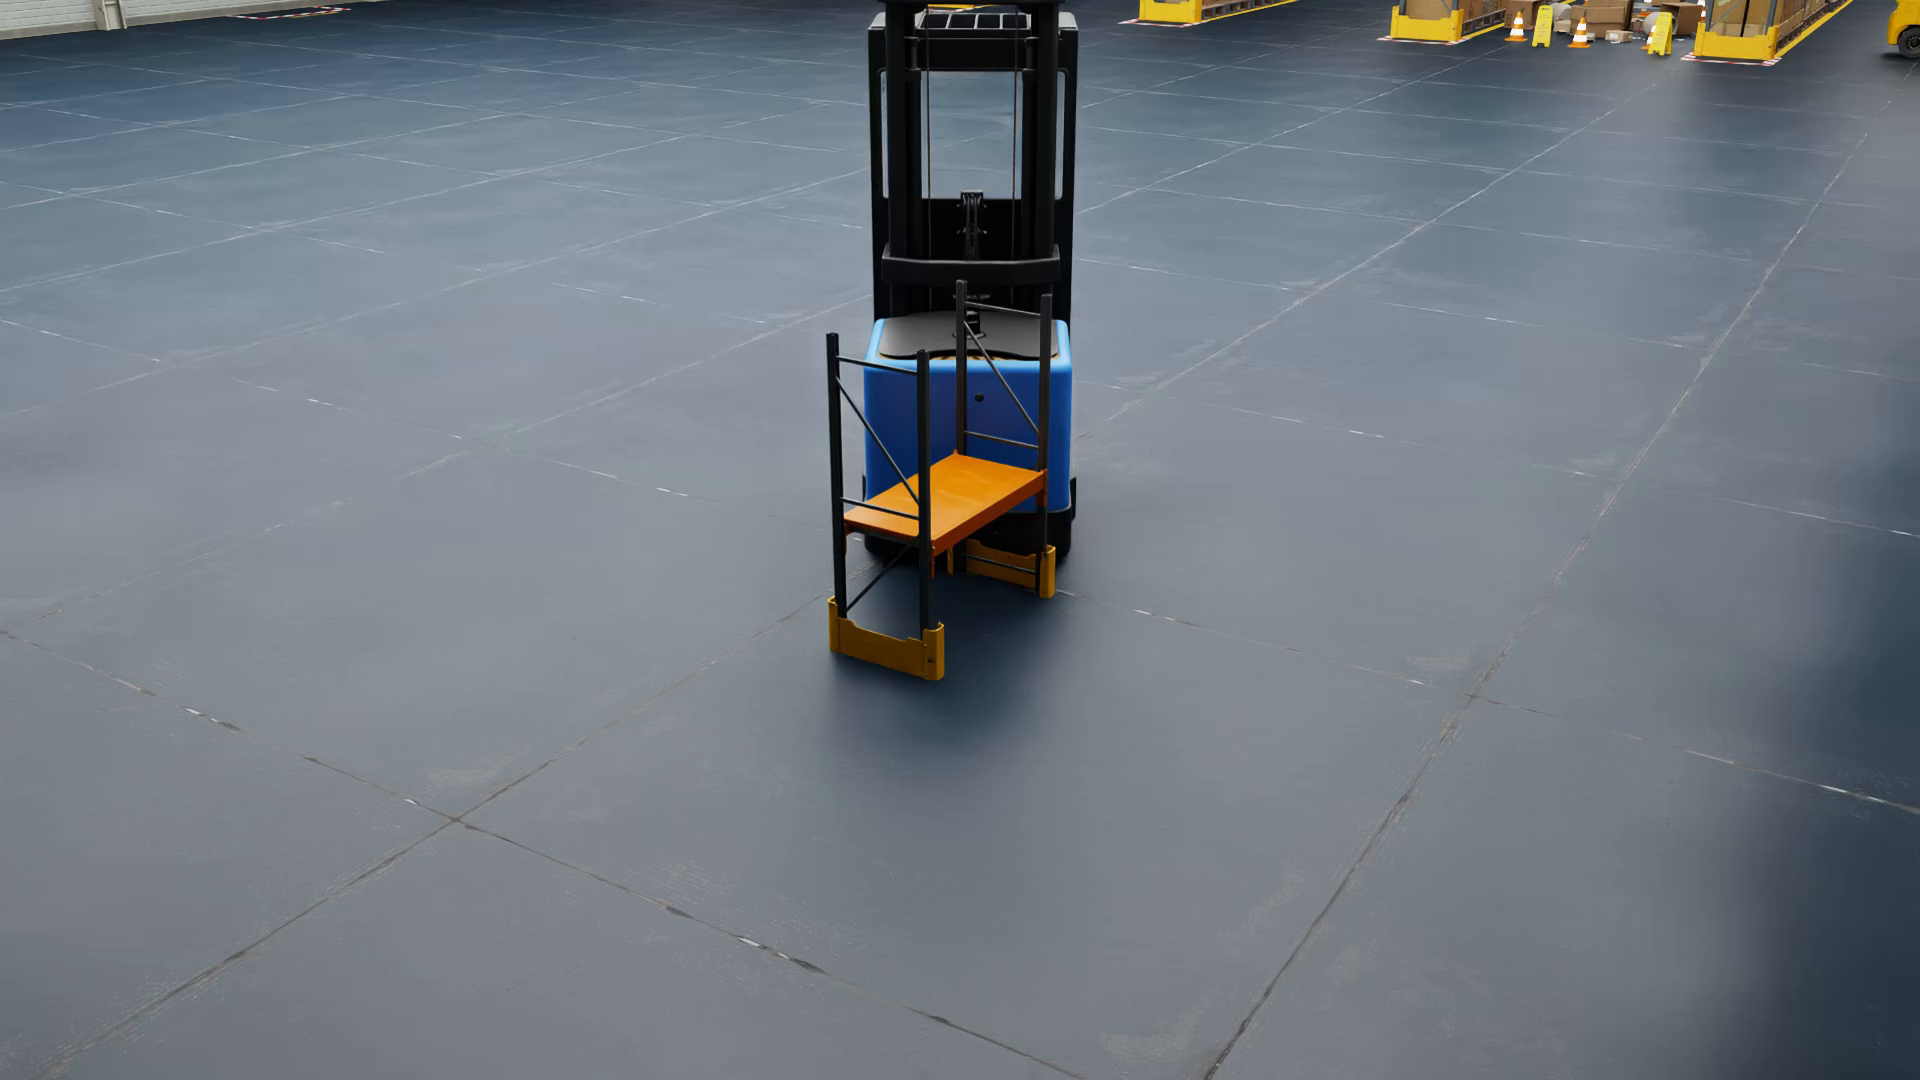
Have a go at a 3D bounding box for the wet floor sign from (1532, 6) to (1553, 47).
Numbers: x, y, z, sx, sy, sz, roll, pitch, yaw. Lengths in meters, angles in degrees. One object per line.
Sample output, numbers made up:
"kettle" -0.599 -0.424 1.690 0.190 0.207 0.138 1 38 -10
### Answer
"wet floor sign" 9.756 -8.596 27.794 0.267 0.644 0.232 9 25 20

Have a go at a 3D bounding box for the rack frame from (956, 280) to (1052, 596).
"rack frame" 0.199 -0.472 7.952 0.500 1.500 0.032 14 27 29

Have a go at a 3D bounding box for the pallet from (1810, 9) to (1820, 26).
"pallet" 15.510 -9.845 31.225 1.003 0.211 1.213 14 27 29

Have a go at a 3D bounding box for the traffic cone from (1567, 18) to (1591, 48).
"traffic cone" 10.356 -8.467 27.726 0.336 0.463 0.334 14 27 29

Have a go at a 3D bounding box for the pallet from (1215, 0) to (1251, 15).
"pallet" 5.072 -10.597 32.964 1.003 0.211 1.213 14 27 29

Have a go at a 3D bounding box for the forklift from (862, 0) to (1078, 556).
"forklift" 0.074 -1.803 9.226 1.130 2.935 3.031 1 23 1

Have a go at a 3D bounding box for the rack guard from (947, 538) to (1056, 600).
"rack guard" 0.199 0.102 8.199 0.587 0.250 0.087 14 27 29

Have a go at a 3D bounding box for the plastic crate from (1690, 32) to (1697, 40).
"plastic crate" 12.933 -8.750 28.861 0.402 0.080 0.583 5 24 11

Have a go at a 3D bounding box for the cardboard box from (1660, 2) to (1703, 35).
"cardboard box" 12.736 -9.225 29.428 0.500 0.500 0.500 -7 24 -17

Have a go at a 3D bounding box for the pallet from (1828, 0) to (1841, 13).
"pallet" 17.048 -10.768 33.359 1.003 0.211 1.213 14 27 29

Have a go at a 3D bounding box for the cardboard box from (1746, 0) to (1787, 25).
"cardboard box" 13.020 -8.595 26.818 0.500 0.500 0.500 13 27 27

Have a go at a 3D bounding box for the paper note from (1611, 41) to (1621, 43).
"paper note" 11.155 -8.471 28.280 0.148 0.019 0.142 5 24 11

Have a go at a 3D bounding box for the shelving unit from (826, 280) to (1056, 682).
"shelving unit" -0.067 -0.304 7.565 0.587 1.500 1.083 14 27 29

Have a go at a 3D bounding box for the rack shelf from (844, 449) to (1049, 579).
"rack shelf" -0.072 -0.136 7.629 0.538 0.185 1.000 14 27 29

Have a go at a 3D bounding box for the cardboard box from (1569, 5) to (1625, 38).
"cardboard box" 11.123 -9.076 29.081 0.797 0.503 0.637 -3 24 -7

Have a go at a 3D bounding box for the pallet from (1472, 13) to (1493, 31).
"pallet" 9.089 -9.518 30.470 1.003 0.211 1.213 14 27 29

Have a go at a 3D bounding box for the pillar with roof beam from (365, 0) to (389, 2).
"pillar with roof beam" -8.569 -14.532 30.991 9.100 9.000 0.400 14 27 29

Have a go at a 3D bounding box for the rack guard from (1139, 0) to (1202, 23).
"rack guard" 3.969 -10.053 31.343 1.175 0.500 0.348 14 27 29

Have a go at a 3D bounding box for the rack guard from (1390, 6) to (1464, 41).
"rack guard" 8.076 -8.946 28.785 1.175 0.500 0.348 14 27 29

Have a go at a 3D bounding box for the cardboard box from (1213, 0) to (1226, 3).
"cardboard box" 4.905 -10.844 32.640 0.500 0.500 0.500 17 29 34

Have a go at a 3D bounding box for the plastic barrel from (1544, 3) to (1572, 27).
"plastic barrel" 10.904 -9.564 30.311 0.421 0.421 0.512 -7 24 -17

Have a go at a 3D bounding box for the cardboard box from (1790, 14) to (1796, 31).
"cardboard box" 13.830 -8.770 28.166 0.500 0.250 0.500 14 27 30

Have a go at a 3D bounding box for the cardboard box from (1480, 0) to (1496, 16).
"cardboard box" 9.336 -10.166 30.603 0.875 0.875 0.875 14 27 29

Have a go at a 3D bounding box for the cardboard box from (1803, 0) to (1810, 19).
"cardboard box" 14.732 -9.612 29.957 0.950 0.372 0.625 14 27 30

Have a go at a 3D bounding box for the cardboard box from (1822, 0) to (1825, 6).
"cardboard box" 16.261 -10.596 32.230 0.950 0.372 0.625 12 26 25

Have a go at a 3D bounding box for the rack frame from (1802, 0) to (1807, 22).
"rack frame" 14.458 -10.448 29.108 1.000 3.000 0.127 14 27 29

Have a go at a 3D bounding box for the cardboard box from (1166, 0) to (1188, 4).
"cardboard box" 4.272 -10.427 31.679 0.500 0.500 0.500 20 30 38

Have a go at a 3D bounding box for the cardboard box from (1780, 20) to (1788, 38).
"cardboard box" 13.284 -8.414 27.342 0.500 0.250 0.500 15 28 31

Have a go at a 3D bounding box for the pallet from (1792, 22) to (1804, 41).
"pallet" 14.133 -8.934 29.122 1.003 0.211 1.213 14 27 29

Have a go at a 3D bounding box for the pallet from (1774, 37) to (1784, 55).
"pallet" 12.846 -8.111 27.219 1.003 0.211 1.213 14 27 29

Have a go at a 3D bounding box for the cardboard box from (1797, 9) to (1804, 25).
"cardboard box" 14.374 -9.123 28.980 0.500 0.250 0.500 15 28 31

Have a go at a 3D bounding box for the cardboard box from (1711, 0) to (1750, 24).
"cardboard box" 12.549 -8.698 27.055 0.500 0.500 0.500 14 27 29

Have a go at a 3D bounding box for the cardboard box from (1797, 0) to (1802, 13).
"cardboard box" 14.107 -9.295 28.434 0.500 0.500 0.500 14 27 30

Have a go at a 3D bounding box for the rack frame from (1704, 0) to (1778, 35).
"rack frame" 12.348 -9.098 25.990 1.000 3.000 0.127 14 27 29

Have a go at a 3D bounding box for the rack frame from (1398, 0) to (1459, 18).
"rack frame" 8.089 -10.101 28.307 1.000 3.000 0.127 14 27 29

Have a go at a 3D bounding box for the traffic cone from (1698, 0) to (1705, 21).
"traffic cone" 13.922 -9.996 31.257 0.336 0.463 0.334 14 27 29

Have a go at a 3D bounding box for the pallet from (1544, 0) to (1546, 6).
"pallet" 11.185 -10.861 33.573 1.003 0.211 1.213 14 27 29

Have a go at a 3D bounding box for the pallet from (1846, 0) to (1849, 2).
"pallet" 18.335 -11.592 35.261 1.003 0.211 1.213 14 27 29

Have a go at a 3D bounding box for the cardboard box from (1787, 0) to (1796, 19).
"cardboard box" 13.564 -8.940 27.614 0.500 0.500 0.500 14 27 30

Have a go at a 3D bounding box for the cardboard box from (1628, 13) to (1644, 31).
"cardboard box" 12.205 -9.368 30.055 0.258 0.266 0.396 -3 24 -7

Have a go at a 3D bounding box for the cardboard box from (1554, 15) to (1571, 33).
"cardboard box" 10.857 -9.230 29.737 0.396 0.266 0.258 20 30 38

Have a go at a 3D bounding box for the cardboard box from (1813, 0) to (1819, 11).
"cardboard box" 15.474 -10.091 31.062 0.950 0.372 0.625 15 28 31

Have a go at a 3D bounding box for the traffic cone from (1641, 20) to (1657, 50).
"traffic cone" 11.479 -8.349 27.454 0.336 0.463 0.334 14 27 29

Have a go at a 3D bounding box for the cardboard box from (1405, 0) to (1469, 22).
"cardboard box" 8.391 -9.561 29.207 0.875 0.875 0.875 14 27 29

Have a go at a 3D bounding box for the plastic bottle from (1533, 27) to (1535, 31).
"plastic bottle" 10.458 -9.197 29.917 0.283 0.061 0.133 5 24 11

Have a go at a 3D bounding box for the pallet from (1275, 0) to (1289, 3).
"pallet" 6.448 -11.508 35.067 1.003 0.211 1.213 14 27 29
